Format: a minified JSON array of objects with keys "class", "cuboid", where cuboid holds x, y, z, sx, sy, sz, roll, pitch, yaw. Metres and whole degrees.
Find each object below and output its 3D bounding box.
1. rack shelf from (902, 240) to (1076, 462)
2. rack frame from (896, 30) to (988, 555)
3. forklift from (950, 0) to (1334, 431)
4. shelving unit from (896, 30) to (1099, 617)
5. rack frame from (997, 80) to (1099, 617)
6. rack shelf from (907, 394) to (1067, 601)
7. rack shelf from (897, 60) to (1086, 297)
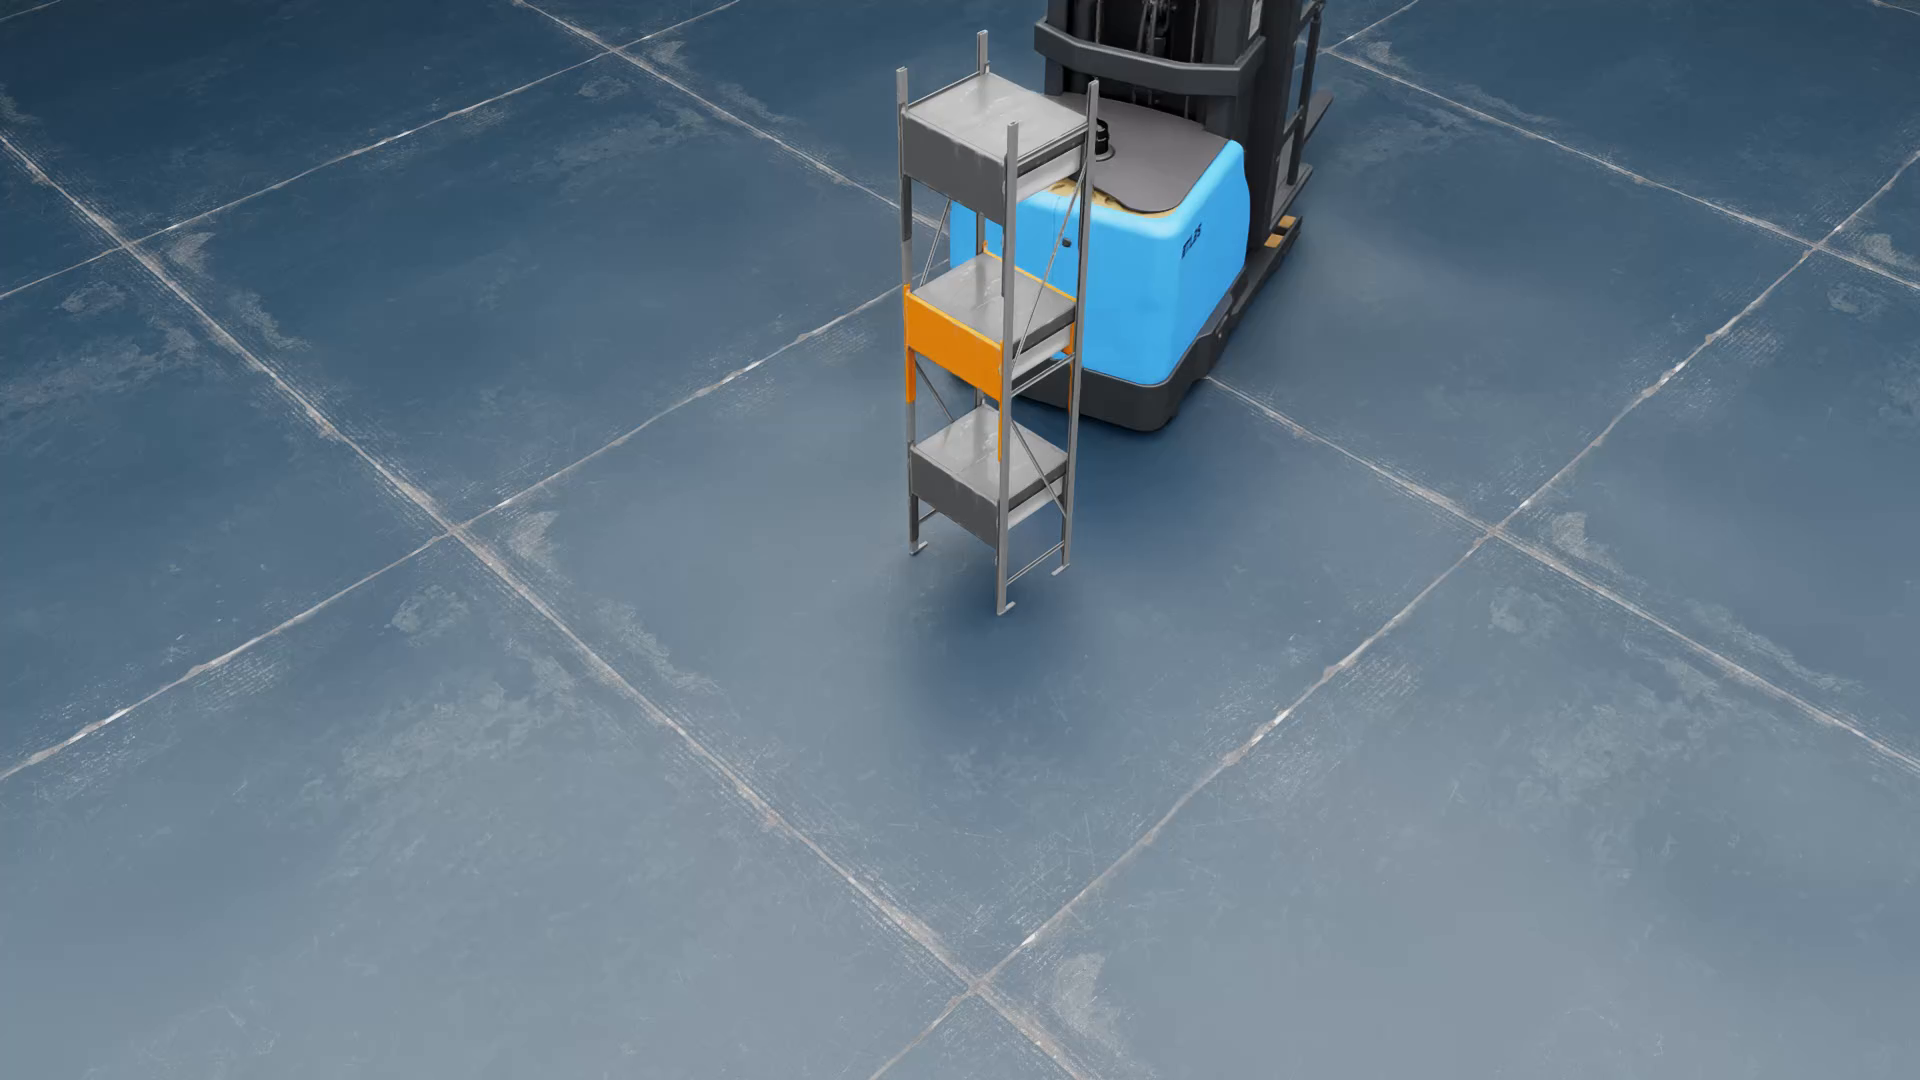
[{"class":"rack shelf","cuboid":[0.117,-0.682,5.961,0.431,0.518,0.480,-34,53,-31]},{"class":"rack frame","cuboid":[-0.055,-0.809,6.078,0.400,2.100,0.015,-34,53,-31]},{"class":"forklift","cuboid":[1.056,-2.543,7.343,1.130,2.935,3.031,19,46,19]},{"class":"shelving unit","cuboid":[0.117,-0.692,5.951,0.431,2.100,0.503,-34,53,-31]},{"class":"rack frame","cuboid":[0.289,-0.574,5.824,0.400,2.100,0.015,-34,53,-31]},{"class":"rack shelf","cuboid":[0.117,-0.168,6.436,0.431,0.518,0.480,-34,53,-31]},{"class":"rack shelf","cuboid":[0.117,-1.196,5.486,0.431,0.518,0.480,-34,53,-31]}]
